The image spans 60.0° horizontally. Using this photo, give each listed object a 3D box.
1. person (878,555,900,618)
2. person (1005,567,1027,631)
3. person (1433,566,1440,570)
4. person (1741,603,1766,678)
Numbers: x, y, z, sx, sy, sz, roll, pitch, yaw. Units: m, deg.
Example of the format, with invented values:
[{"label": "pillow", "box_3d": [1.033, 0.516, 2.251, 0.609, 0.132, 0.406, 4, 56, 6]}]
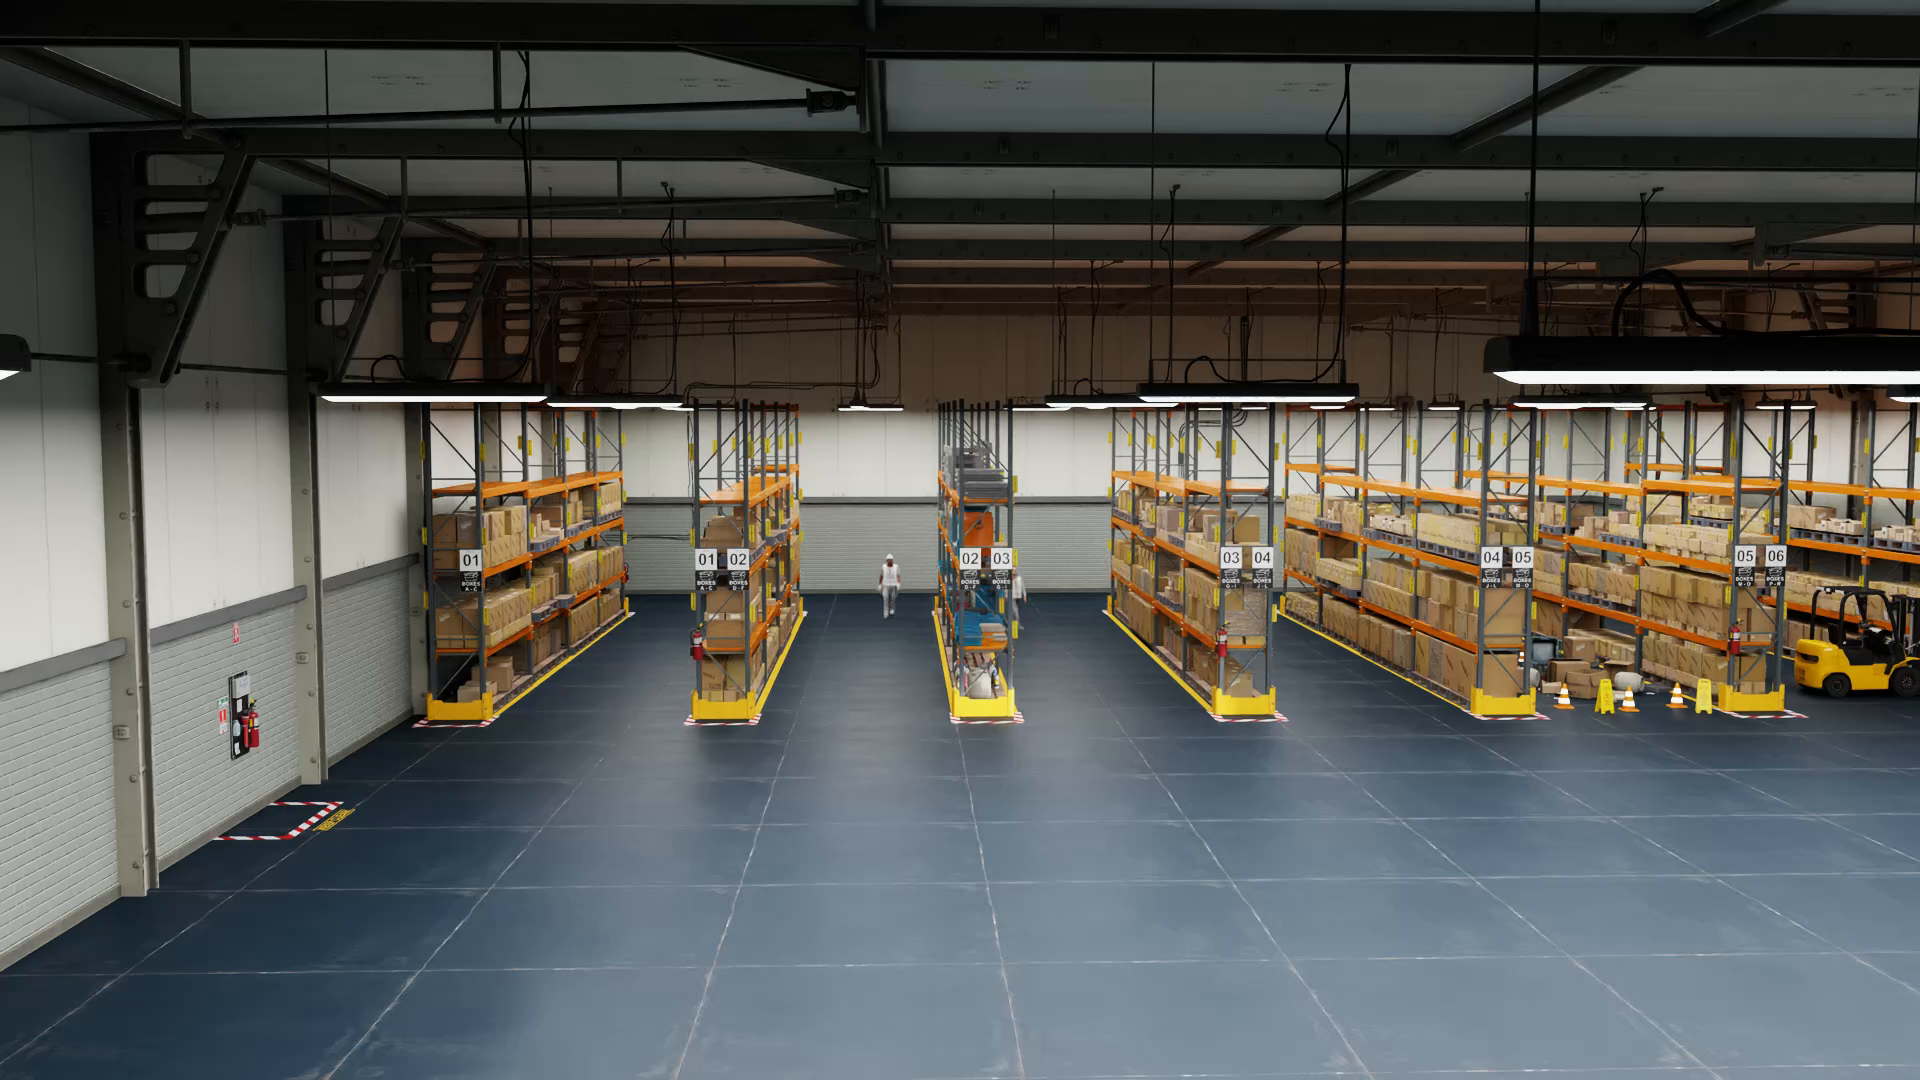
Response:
[{"label": "person", "box_3d": [-1.977, 1.291, 46.777, 0.605, 1.720, 1.104, 0, 4, -6]}, {"label": "person", "box_3d": [1.480, 1.513, 43.994, 0.529, 1.733, 1.018, -3, 5, -32]}, {"label": "person", "box_3d": [12.786, 1.546, 44.614, 0.524, 1.681, 0.403, -4, 6, -42]}, {"label": "person", "box_3d": [17.320, 2.147, 36.246, 0.576, 1.657, 0.805, 0, 4, -1]}]
